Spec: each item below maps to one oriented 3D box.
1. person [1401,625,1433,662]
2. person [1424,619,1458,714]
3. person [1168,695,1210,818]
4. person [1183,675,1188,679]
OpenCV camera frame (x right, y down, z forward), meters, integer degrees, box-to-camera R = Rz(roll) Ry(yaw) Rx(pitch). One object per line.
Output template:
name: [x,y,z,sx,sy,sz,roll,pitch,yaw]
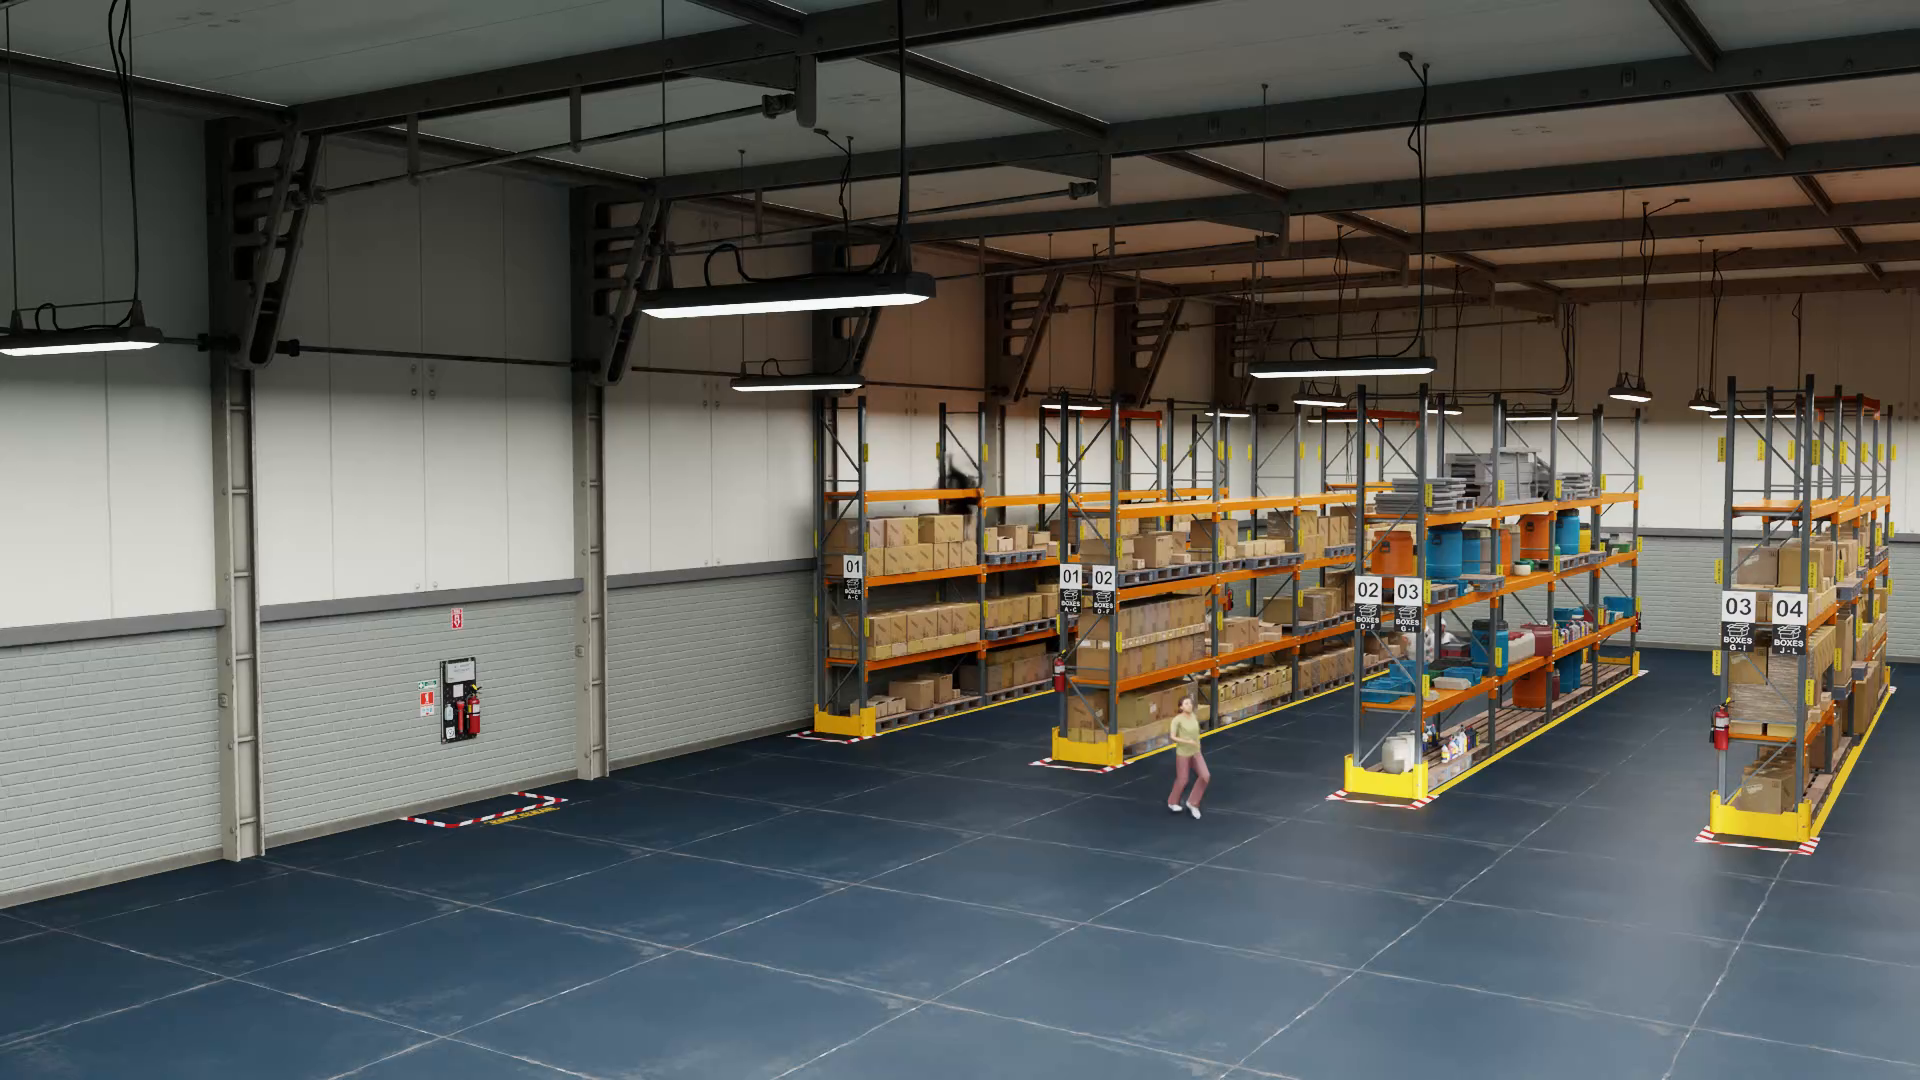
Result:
person: [9.522,2.370,34.688,0.613,1.723,0.698,2,3,29]
person: [9.293,2.415,32.205,0.658,1.829,0.828,2,3,27]
person: [3.123,2.978,22.922,0.580,1.684,0.673,-2,3,-28]
person: [5.023,2.259,36.711,0.568,1.587,0.853,1,3,20]
